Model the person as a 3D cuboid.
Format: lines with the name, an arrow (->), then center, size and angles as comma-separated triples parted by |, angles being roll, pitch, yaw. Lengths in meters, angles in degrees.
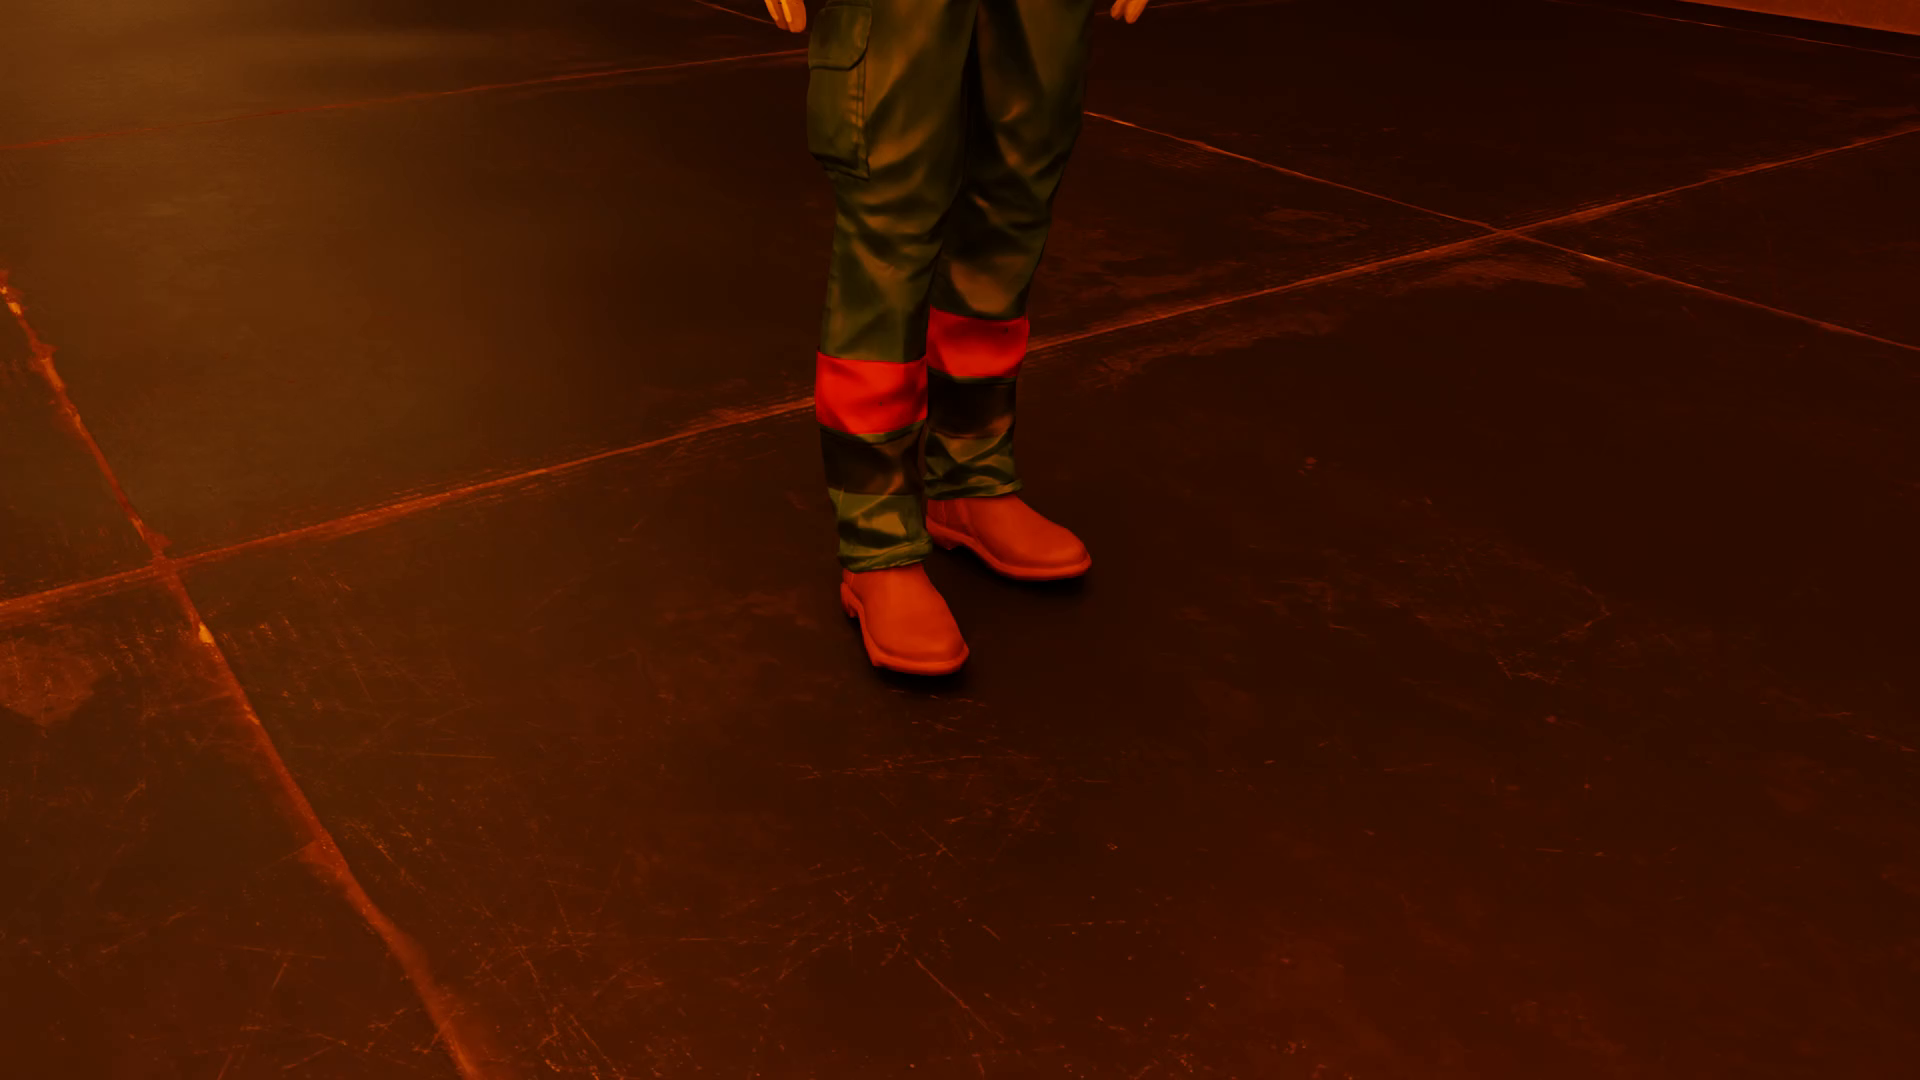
person -> 0.038, -0.773, 2.031 | 0.638, 1.790, 0.561 | -17, 31, -31
